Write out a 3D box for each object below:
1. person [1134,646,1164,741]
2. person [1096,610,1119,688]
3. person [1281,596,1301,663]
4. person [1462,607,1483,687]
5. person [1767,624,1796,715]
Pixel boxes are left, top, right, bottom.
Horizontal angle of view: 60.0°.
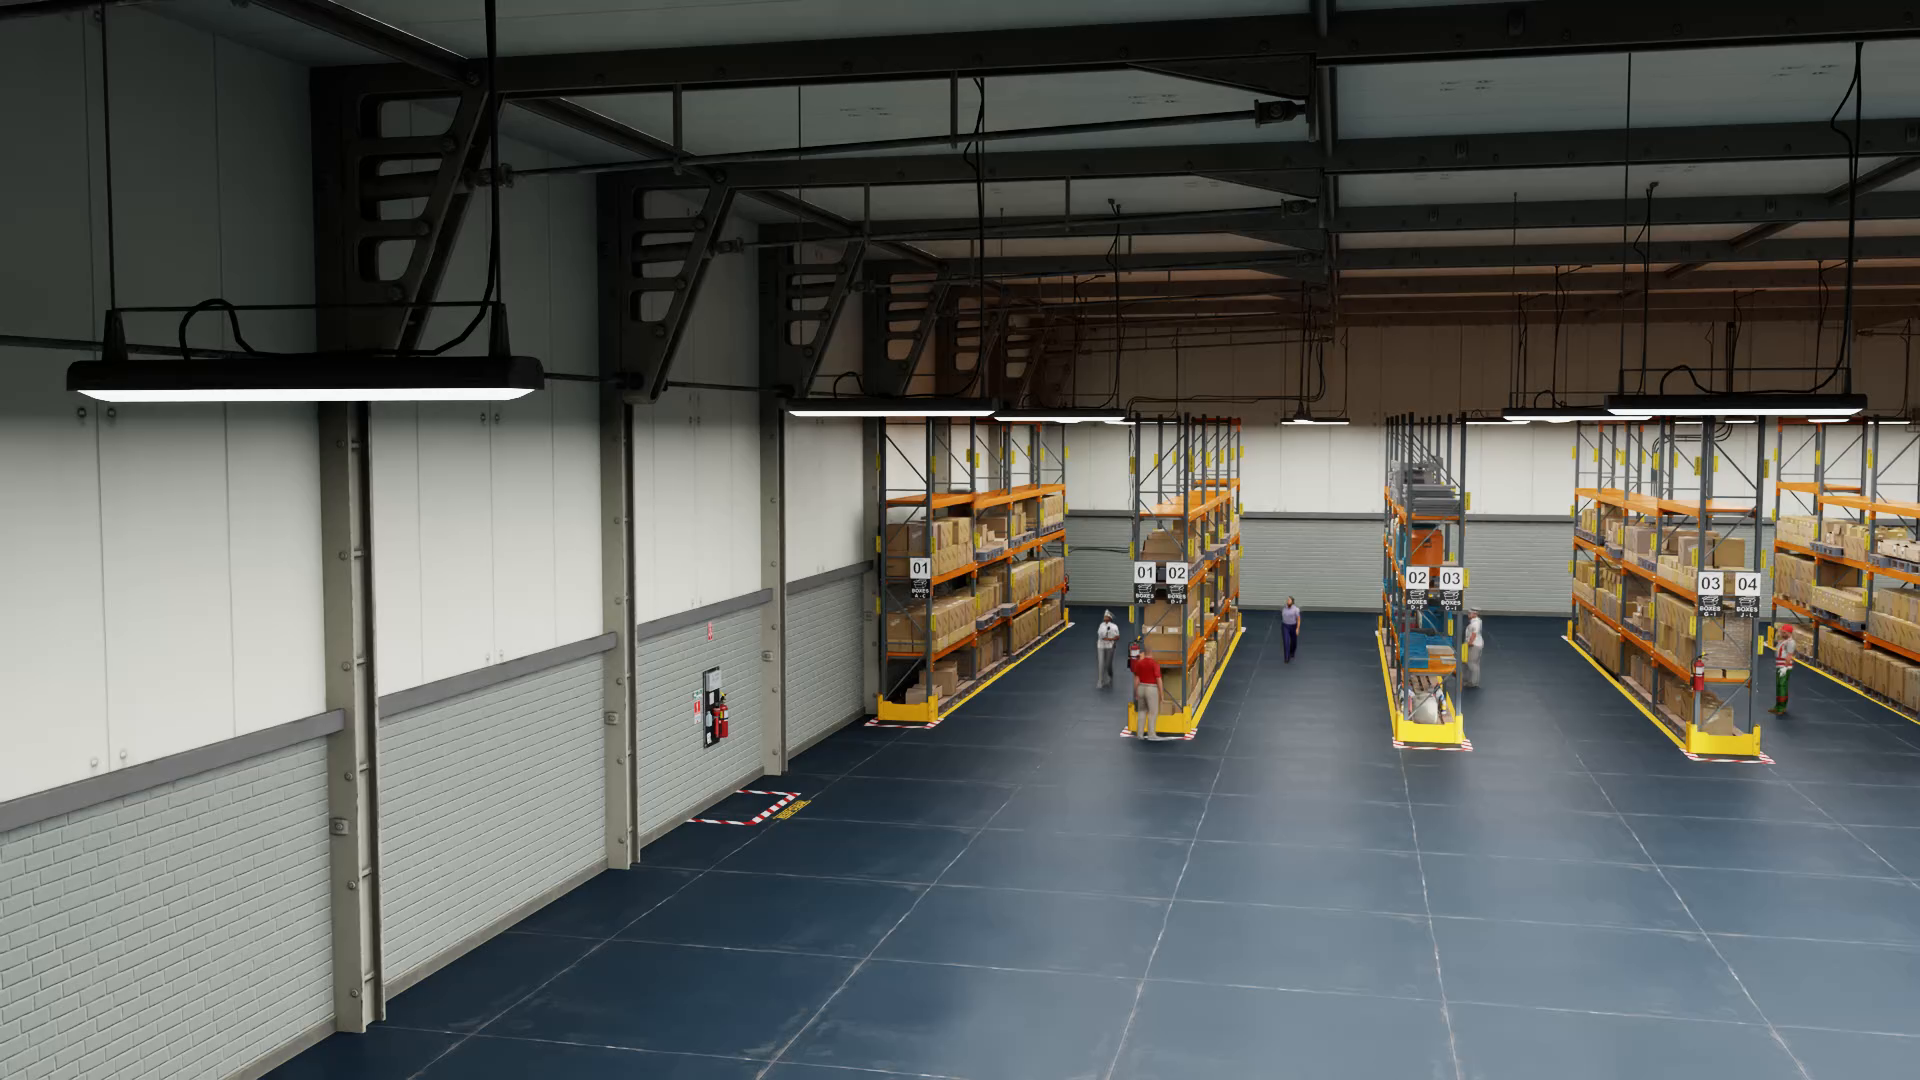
[{"bbox_3d":[3.473,2.848,30.405,0.598,1.822,0.381,4,5,44],"label":"person"},{"bbox_3d":[3.238,2.379,36.627,0.560,1.654,1.028,1,4,15],"label":"person"},{"bbox_3d":[8.068,2.167,40.622,0.467,1.589,0.900,0,4,4],"label":"person"},{"bbox_3d":[11.304,2.356,36.670,0.428,1.770,0.548,2,4,27],"label":"person"},{"bbox_3d":[16.431,2.581,33.251,0.481,1.791,0.608,2,4,25],"label":"person"}]
